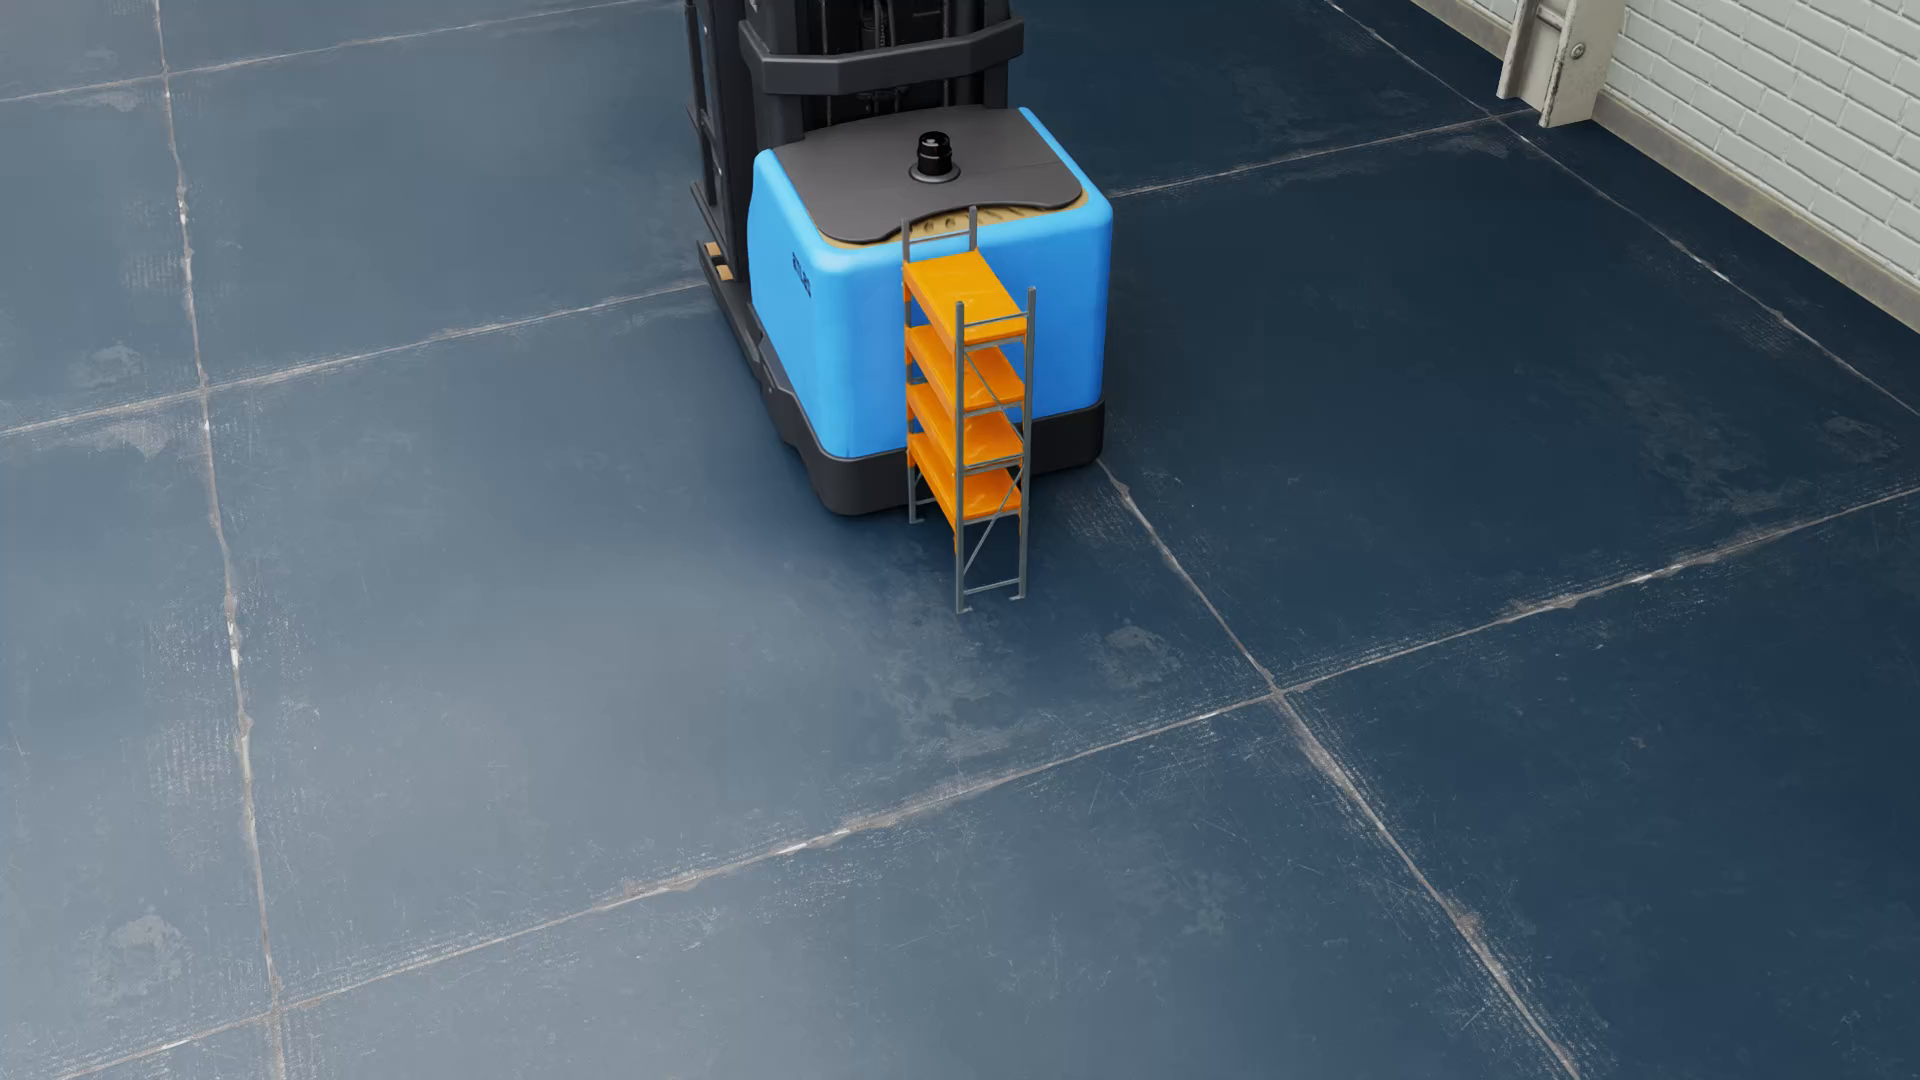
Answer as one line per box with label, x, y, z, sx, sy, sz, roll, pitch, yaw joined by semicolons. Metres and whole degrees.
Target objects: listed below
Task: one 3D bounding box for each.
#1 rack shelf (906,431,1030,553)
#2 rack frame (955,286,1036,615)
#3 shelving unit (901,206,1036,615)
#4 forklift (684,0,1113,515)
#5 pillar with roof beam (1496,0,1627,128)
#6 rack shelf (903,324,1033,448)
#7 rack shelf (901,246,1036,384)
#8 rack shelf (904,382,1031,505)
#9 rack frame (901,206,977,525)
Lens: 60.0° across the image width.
rack shelf;0.020;-0.188;5.456;0.258;0.148;0.480;-13;42;-15
rack frame;0.102;-0.239;5.108;0.240;1.200;0.015;-13;42;-15
shelving unit;0.020;-0.389;5.282;0.258;1.200;0.503;-13;42;-15
forklift;-0.461;-2.166;6.021;1.130;2.935;3.031;-13;42;-15
pillar with roof beam;-1.070;-4.494;4.075;9.100;9.000;0.400;-15;43;-17
rack shelf;0.020;-0.508;5.180;0.258;0.148;0.480;-13;42;-15
rack shelf;0.020;-0.687;5.026;0.258;0.148;0.480;-13;42;-15
rack shelf;0.020;-0.338;5.326;0.258;0.148;0.480;-13;42;-15
rack frame;-0.063;-0.539;5.456;0.240;1.200;0.015;-13;42;-15
